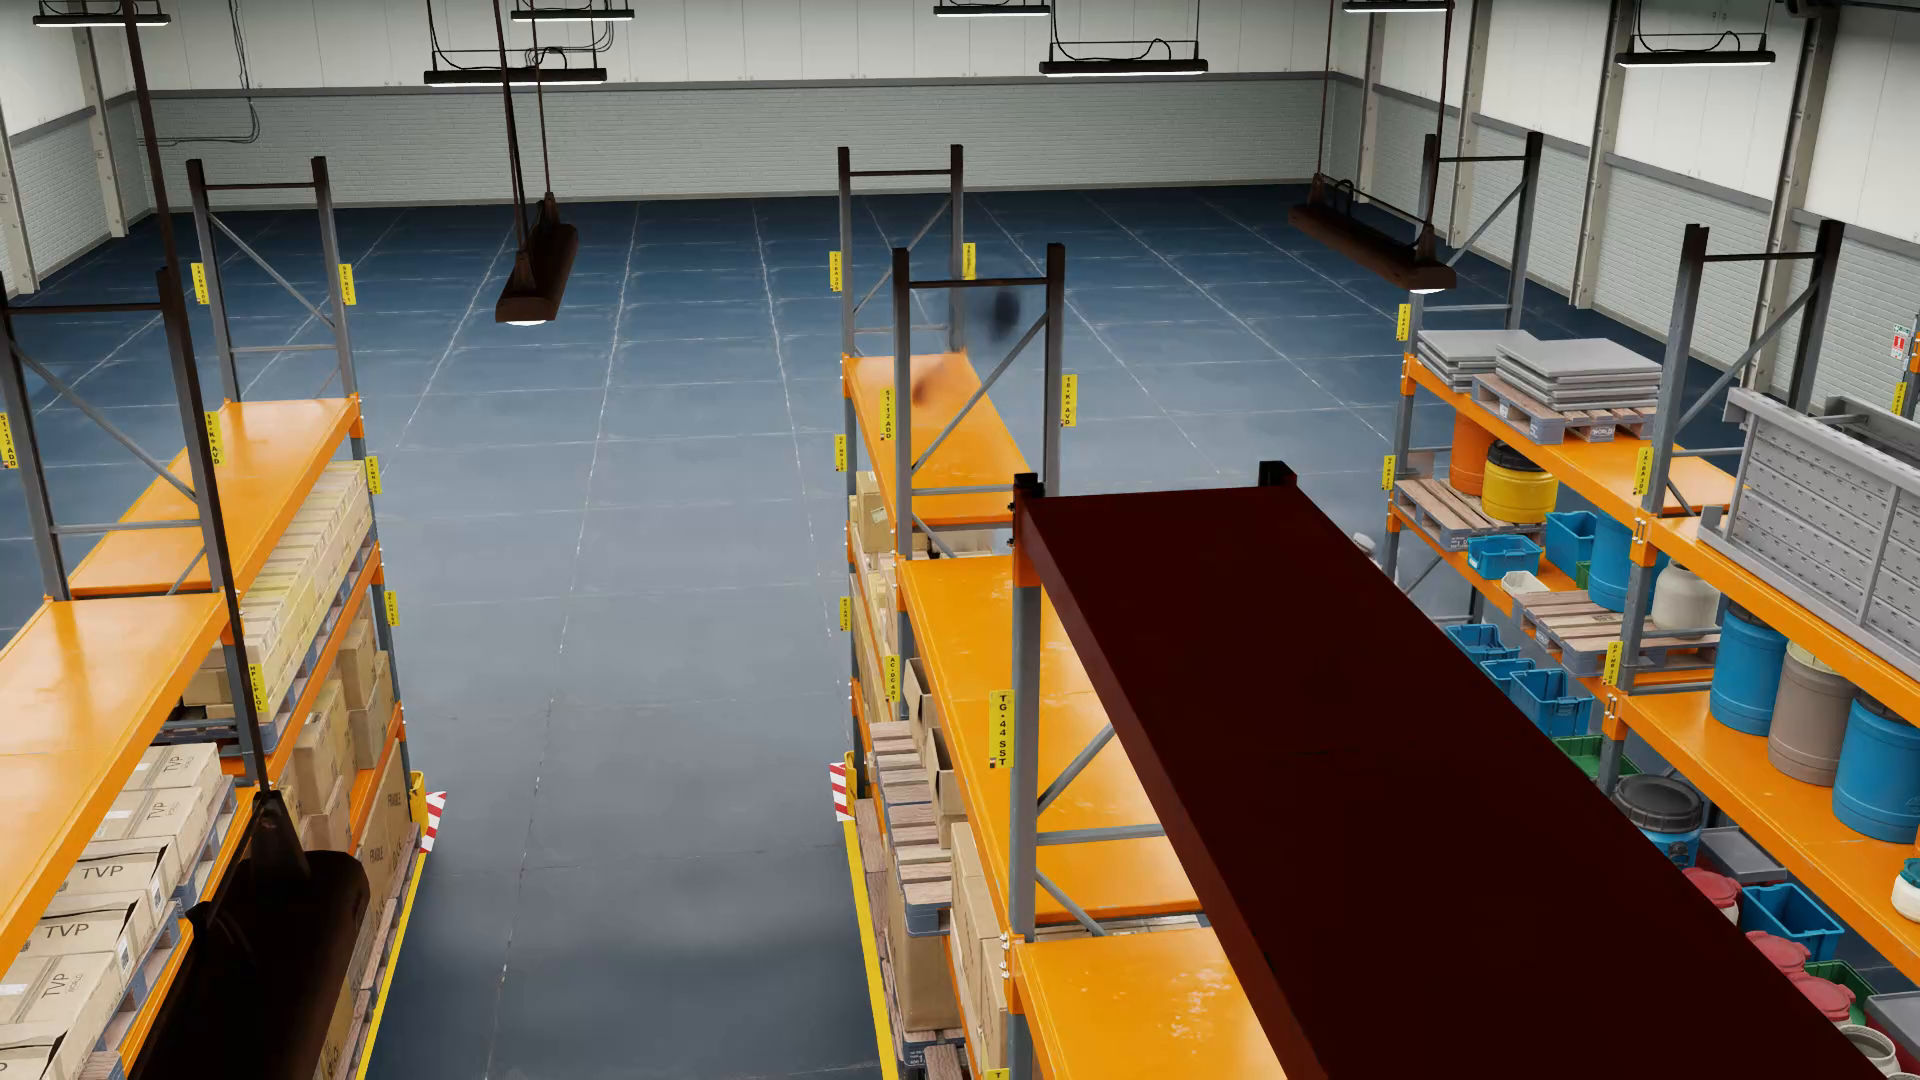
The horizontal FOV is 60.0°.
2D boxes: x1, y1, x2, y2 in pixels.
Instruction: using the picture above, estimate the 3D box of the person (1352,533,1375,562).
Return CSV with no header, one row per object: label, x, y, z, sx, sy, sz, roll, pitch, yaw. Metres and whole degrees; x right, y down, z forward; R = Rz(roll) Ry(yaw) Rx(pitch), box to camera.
person,4.153,0.737,17.432,0.824,1.712,0.582,14,25,31
